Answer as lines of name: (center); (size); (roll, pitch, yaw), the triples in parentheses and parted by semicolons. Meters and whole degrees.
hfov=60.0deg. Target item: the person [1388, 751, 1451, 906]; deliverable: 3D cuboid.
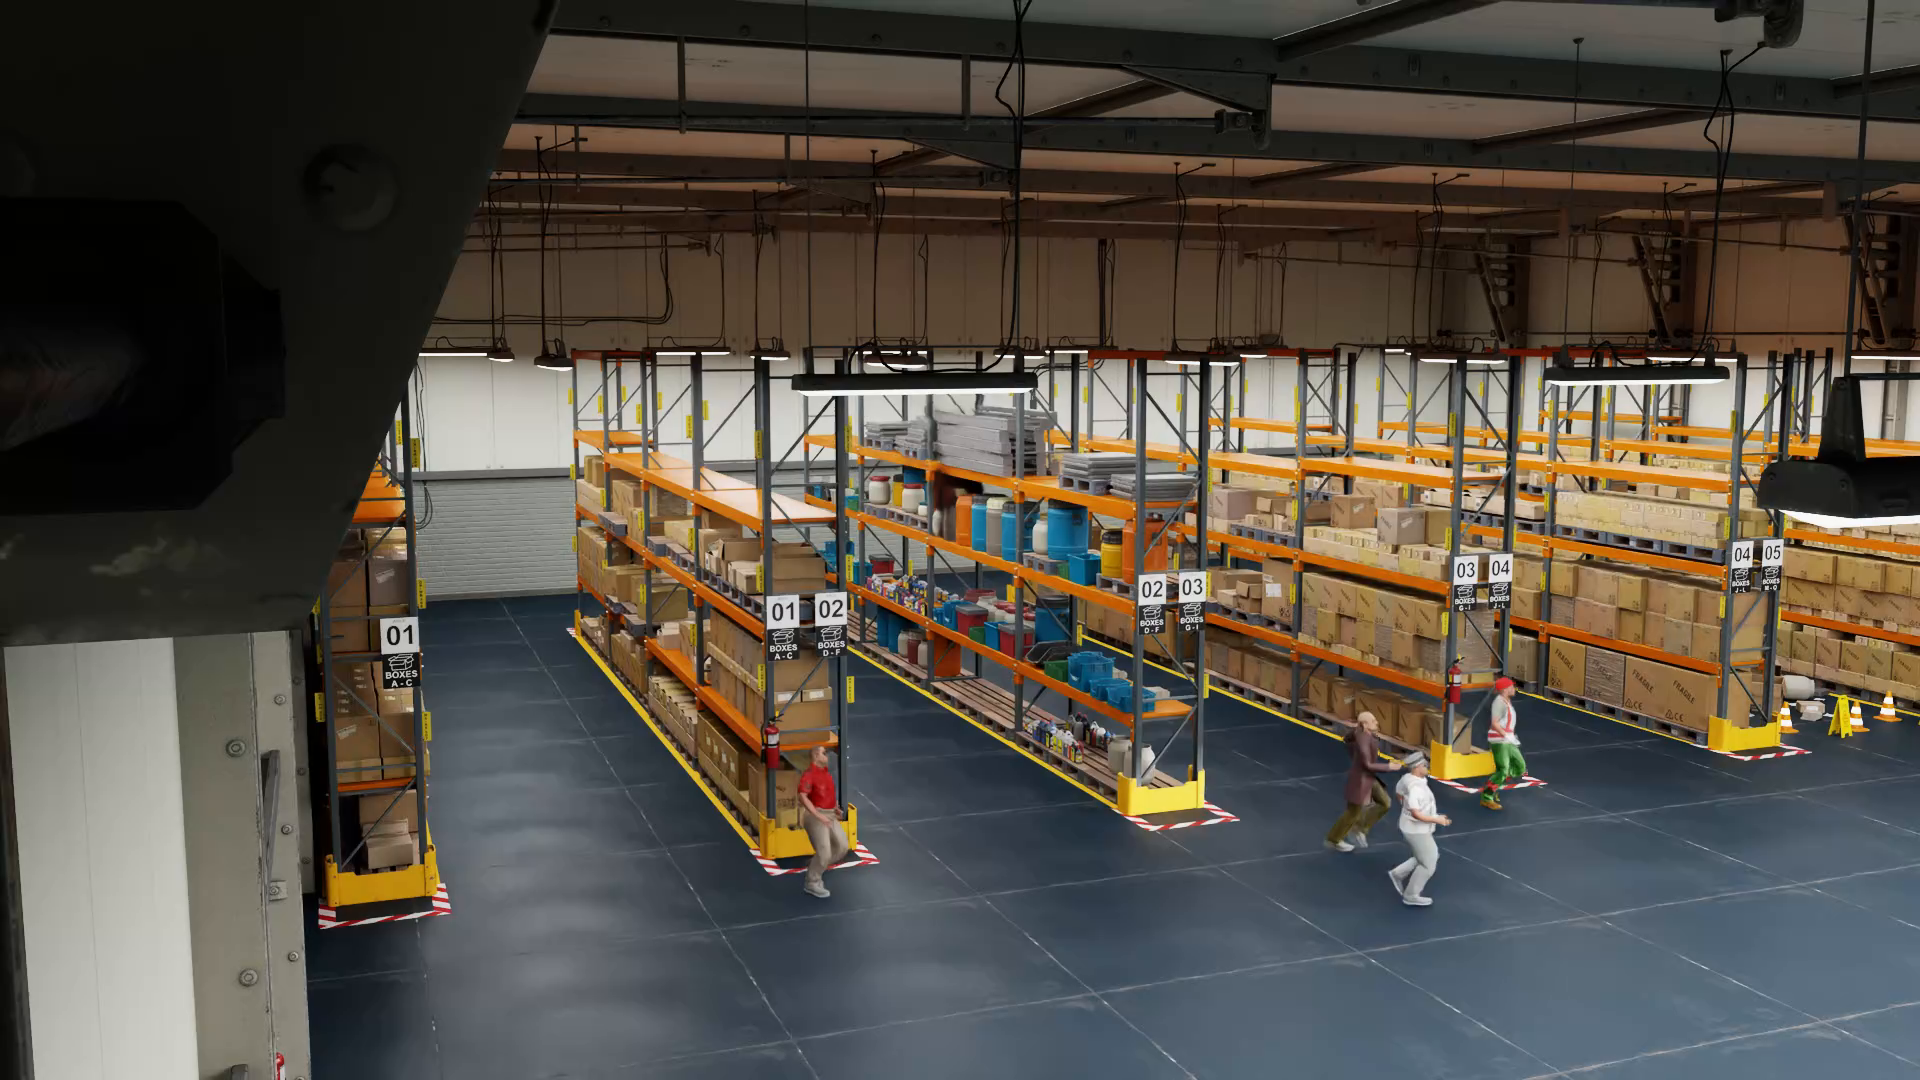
person: (5.091, 3.185, 18.414); (0.618, 1.733, 0.642); (1, 7, 6)

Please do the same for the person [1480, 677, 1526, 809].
person: (7.332, 2.704, 22.320); (0.526, 1.720, 0.718); (4, 8, 31)

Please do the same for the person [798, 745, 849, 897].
person: (-1.534, 3.173, 18.880); (0.544, 1.672, 0.718); (3, 8, 24)

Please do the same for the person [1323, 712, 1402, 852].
person: (4.924, 2.934, 20.283); (0.903, 1.736, 0.730); (3, 8, 19)
